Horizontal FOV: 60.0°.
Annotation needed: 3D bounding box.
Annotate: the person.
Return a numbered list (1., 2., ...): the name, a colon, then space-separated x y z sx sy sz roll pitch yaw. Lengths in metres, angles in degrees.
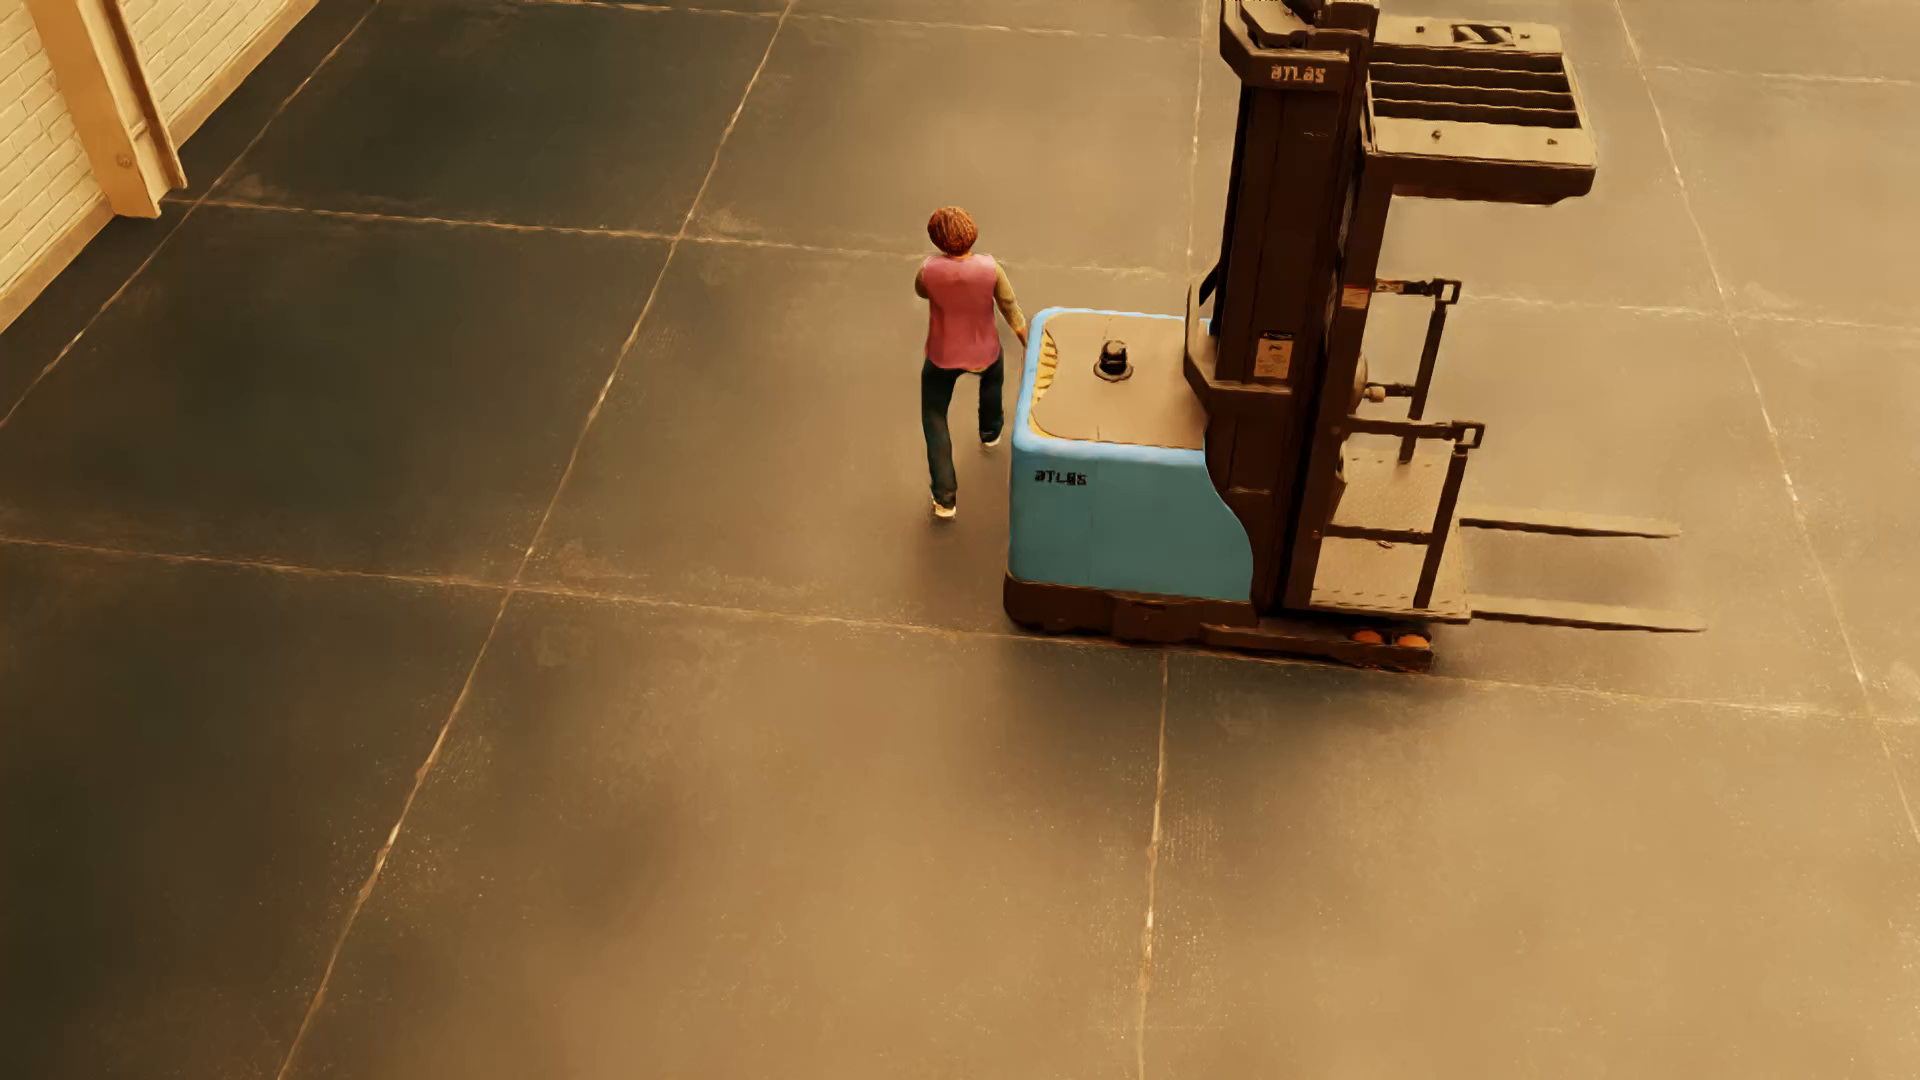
1. person: 0.070 -0.914 7.768 0.547 1.517 0.814 -5 43 -5

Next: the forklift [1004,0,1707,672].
1. forklift: 1.755 -0.890 6.693 3.031 2.935 1.130 5 43 6
